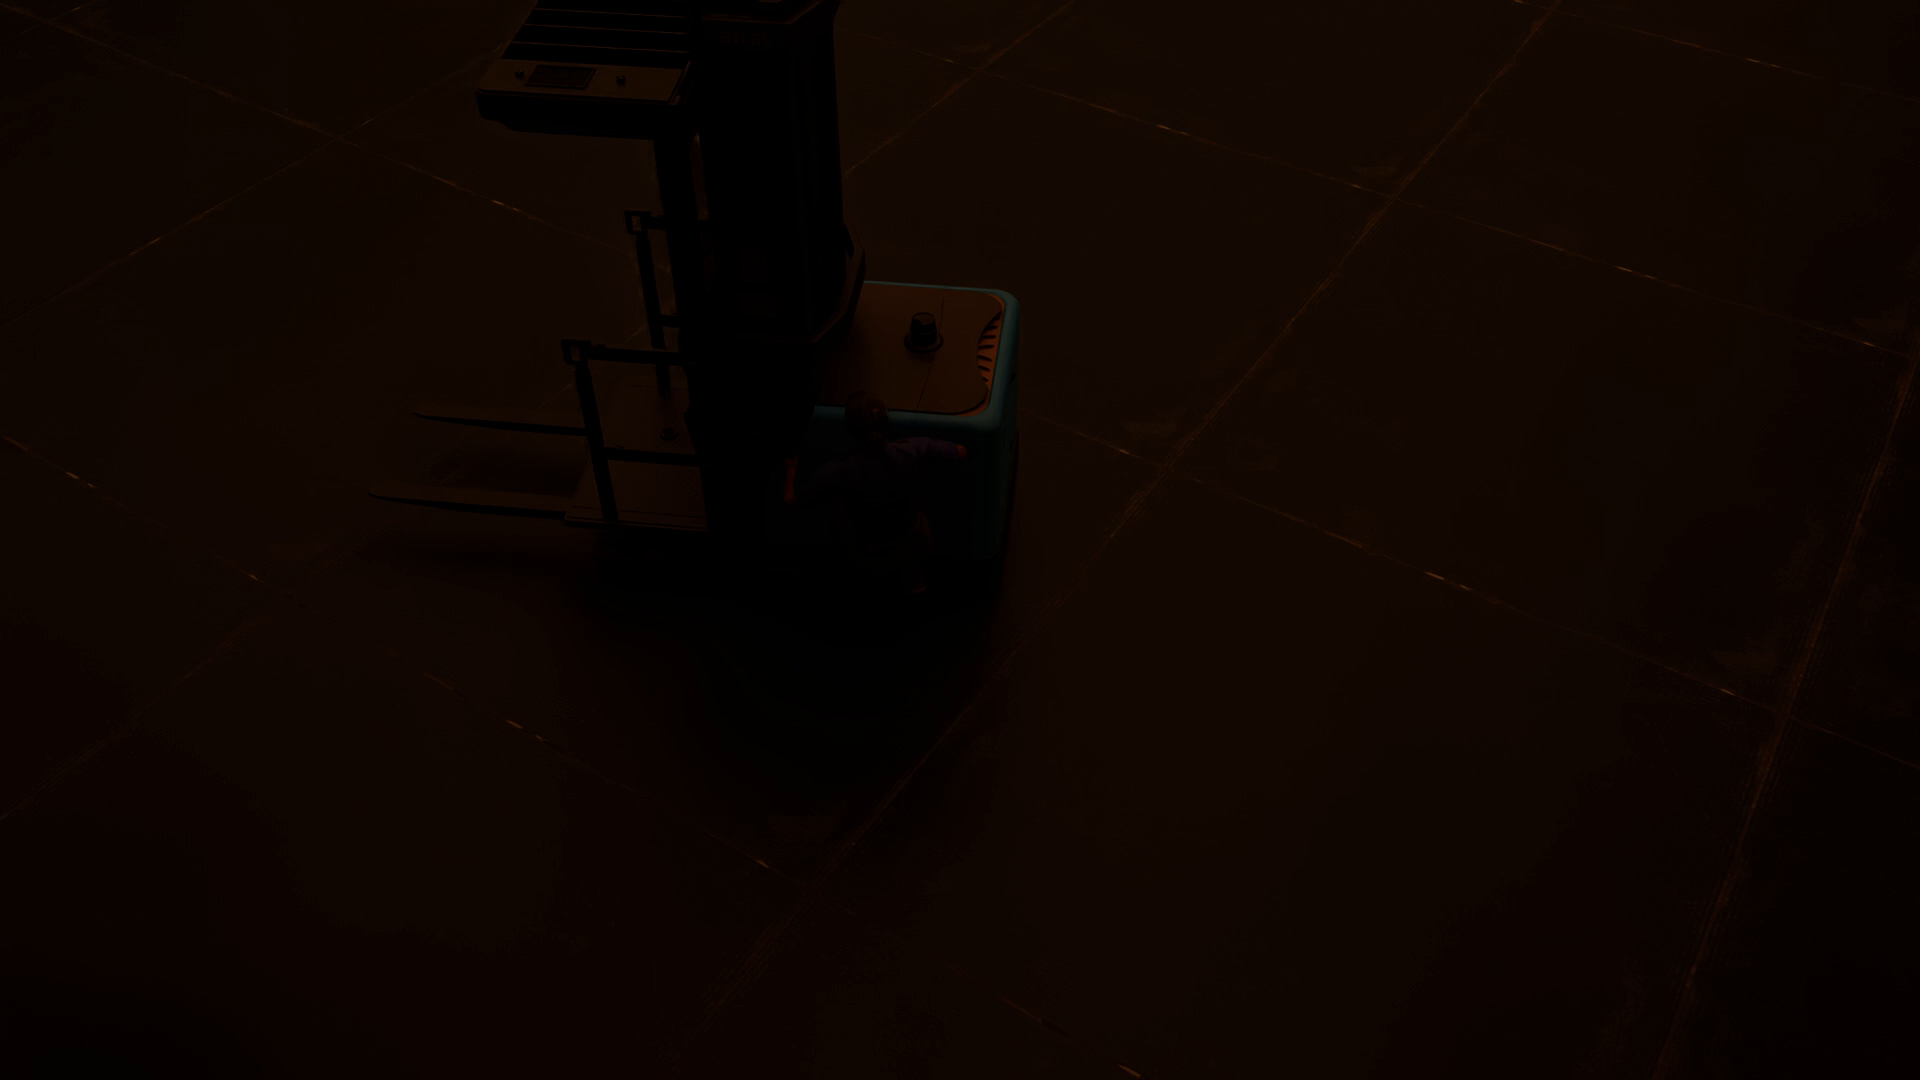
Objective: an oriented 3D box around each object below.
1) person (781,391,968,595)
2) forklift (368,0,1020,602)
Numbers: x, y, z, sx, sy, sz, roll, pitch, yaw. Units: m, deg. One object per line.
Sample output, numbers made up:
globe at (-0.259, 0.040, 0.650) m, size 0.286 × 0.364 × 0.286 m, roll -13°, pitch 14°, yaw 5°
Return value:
person at (-0.412, -0.183, 7.119) m, size 0.797 × 1.429 × 0.778 m, roll -20°, pitch 47°, yaw -20°
forklift at (-1.268, -1.224, 7.140) m, size 3.031 × 2.935 × 1.130 m, roll 5°, pitch 44°, yaw 5°
